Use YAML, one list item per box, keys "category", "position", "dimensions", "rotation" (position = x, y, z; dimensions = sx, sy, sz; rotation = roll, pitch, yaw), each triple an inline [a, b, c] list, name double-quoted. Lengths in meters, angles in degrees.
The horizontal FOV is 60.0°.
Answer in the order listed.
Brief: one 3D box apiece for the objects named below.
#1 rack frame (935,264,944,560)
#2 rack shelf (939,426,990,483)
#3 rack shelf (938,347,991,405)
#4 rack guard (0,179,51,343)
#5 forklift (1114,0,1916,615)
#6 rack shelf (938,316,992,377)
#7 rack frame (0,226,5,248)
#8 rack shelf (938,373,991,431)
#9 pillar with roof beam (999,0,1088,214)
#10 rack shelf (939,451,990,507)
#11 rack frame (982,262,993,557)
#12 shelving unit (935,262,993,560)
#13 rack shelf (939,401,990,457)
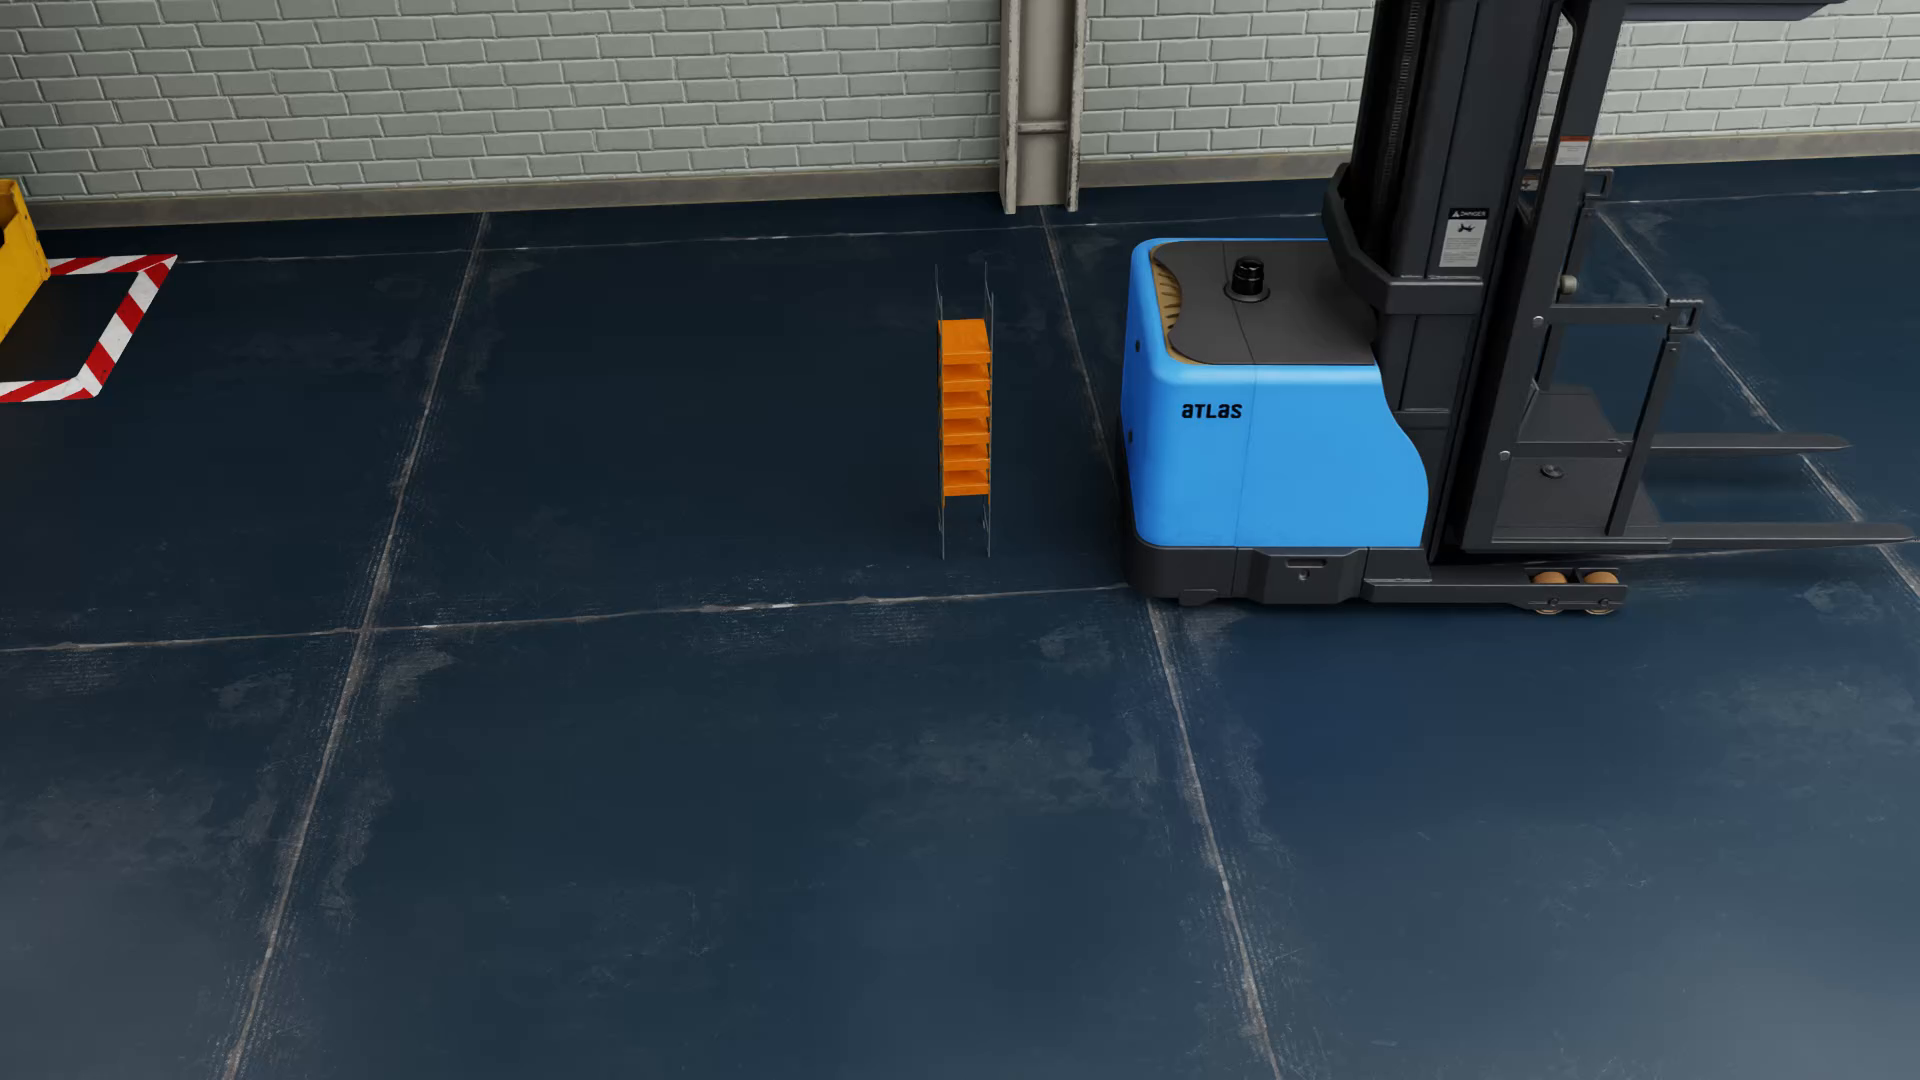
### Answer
- category: "rack frame"
  position: [-0.077, -0.467, 6.373]
  dimensions: [0.006, 1.200, 0.240]
  rotation: [-3, 38, -4]
- category: "rack shelf"
  position: [0.014, -0.343, 6.481]
  dimensions: [0.180, 0.103, 0.258]
  rotation: [-3, 38, -4]
- category: "rack shelf"
  position: [0.014, -0.625, 6.258]
  dimensions: [0.180, 0.103, 0.258]
  rotation: [-3, 38, -4]
- category: "rack guard"
  position: [-4.753, -1.217, 7.889]
  dimensions: [0.348, 0.500, 1.175]
  rotation: [-3, 38, -4]
- category: "forklift"
  position: [2.171, -1.196, 5.900]
  dimensions: [3.031, 2.935, 1.130]
  rotation: [0, 38, 0]
- category: "rack shelf"
  position: [0.014, -0.720, 6.184]
  dimensions: [0.180, 0.103, 0.258]
  rotation: [-3, 38, -4]
- category: "rack frame"
  position: [-4.777, -2.197, 7.113]
  dimensions: [0.127, 3.000, 1.000]
  rotation: [-3, 38, -4]
- category: "rack shelf"
  position: [0.014, -0.531, 6.333]
  dimensions: [0.180, 0.103, 0.258]
  rotation: [-3, 38, -4]
- category: "pillar with roof beam"
  position: [0.808, -2.743, 2.962]
  dimensions: [0.400, 9.000, 9.100]
  rotation: [-3, 38, -4]
- category: "rack shelf"
  position: [0.014, -0.249, 6.556]
  dimensions: [0.180, 0.103, 0.258]
  rotation: [-3, 38, -4]
- category: "rack frame"
  position: [0.106, -0.477, 6.386]
  dimensions: [0.006, 1.200, 0.240]
  rotation: [-3, 38, -4]
- category: "shelving unit"
  position: [0.014, -0.472, 6.379]
  dimensions: [0.189, 1.200, 0.258]
  rotation: [-3, 38, -4]
- category: "rack shelf"
  position: [0.014, -0.437, 6.407]
  dimensions: [0.180, 0.103, 0.258]
  rotation: [-3, 38, -4]
